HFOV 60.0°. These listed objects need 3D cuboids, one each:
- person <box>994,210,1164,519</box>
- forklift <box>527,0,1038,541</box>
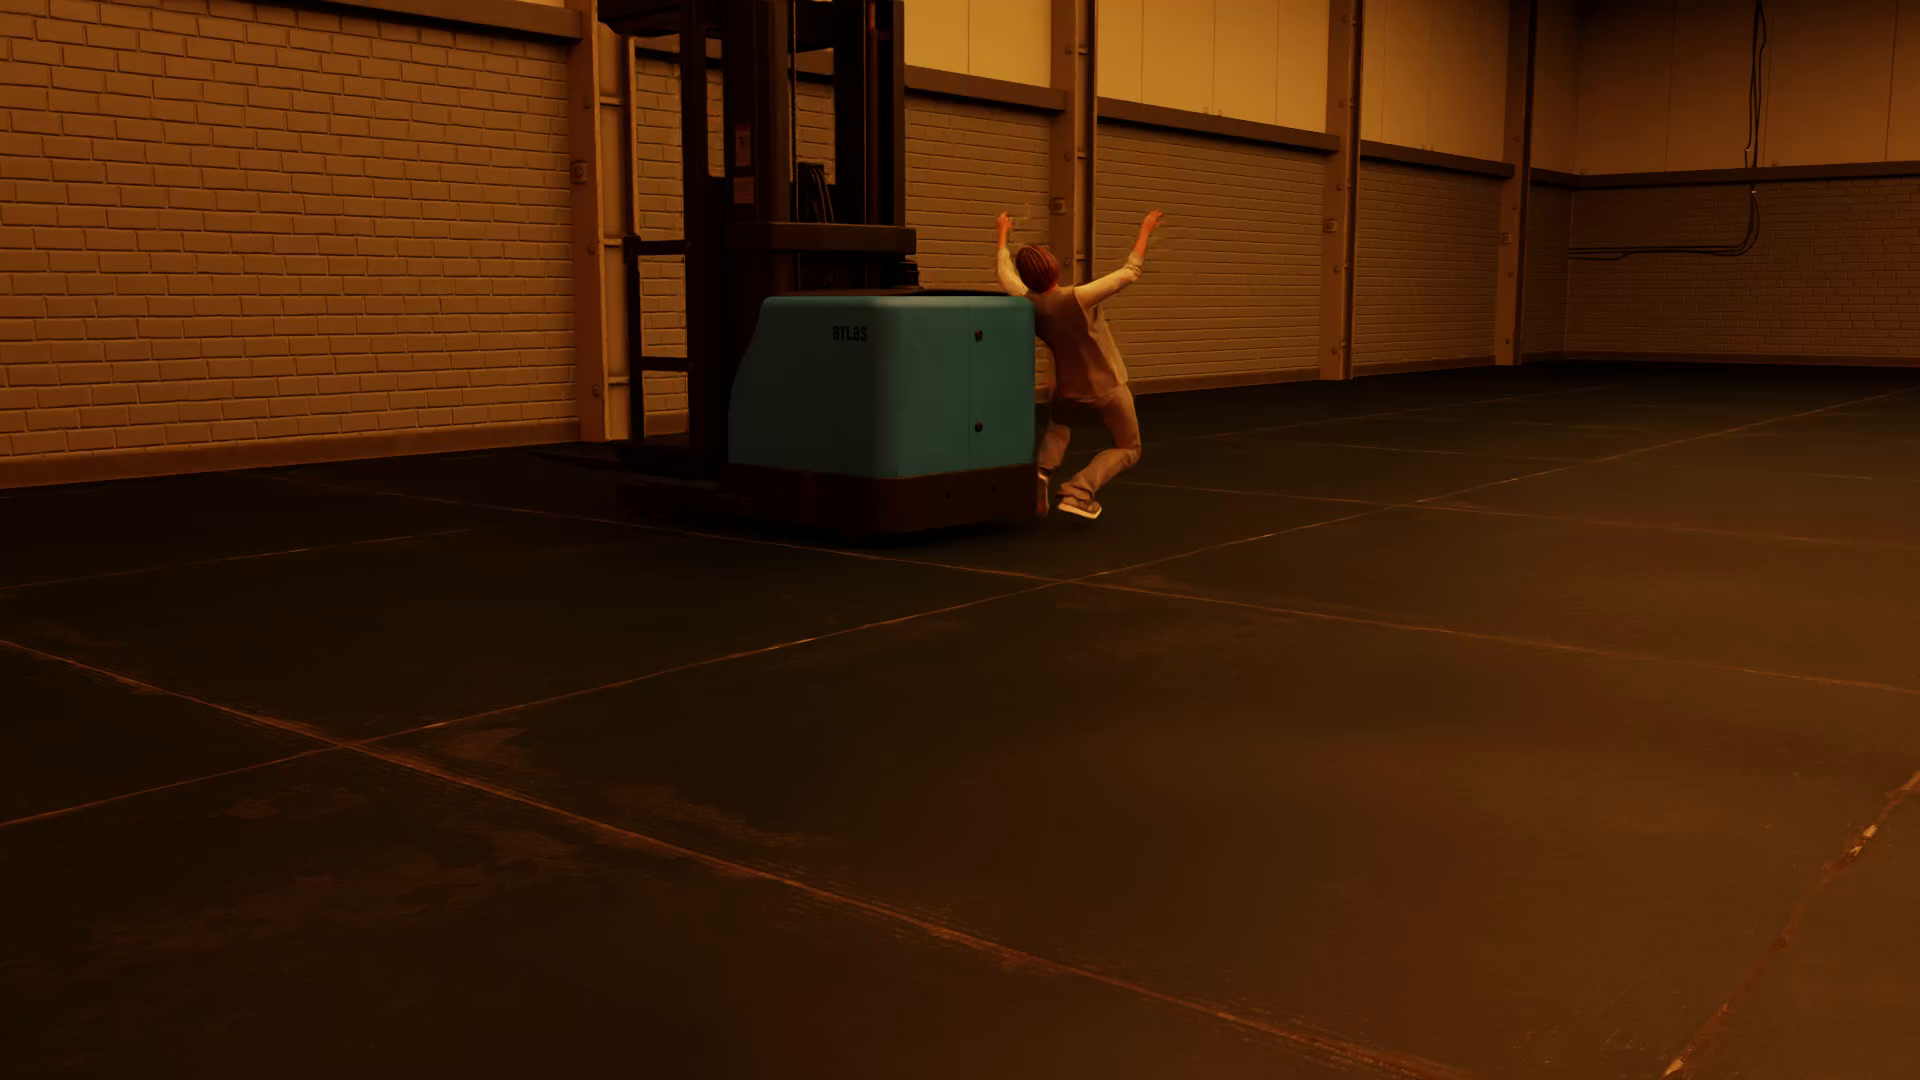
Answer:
[{"bbox_3d":[0.480,-0.815,7.898,0.821,1.455,0.661,6,10,37],"label":"person"},{"bbox_3d":[-1.059,-1.601,8.225,3.031,2.935,1.130,8,11,42],"label":"forklift"}]
